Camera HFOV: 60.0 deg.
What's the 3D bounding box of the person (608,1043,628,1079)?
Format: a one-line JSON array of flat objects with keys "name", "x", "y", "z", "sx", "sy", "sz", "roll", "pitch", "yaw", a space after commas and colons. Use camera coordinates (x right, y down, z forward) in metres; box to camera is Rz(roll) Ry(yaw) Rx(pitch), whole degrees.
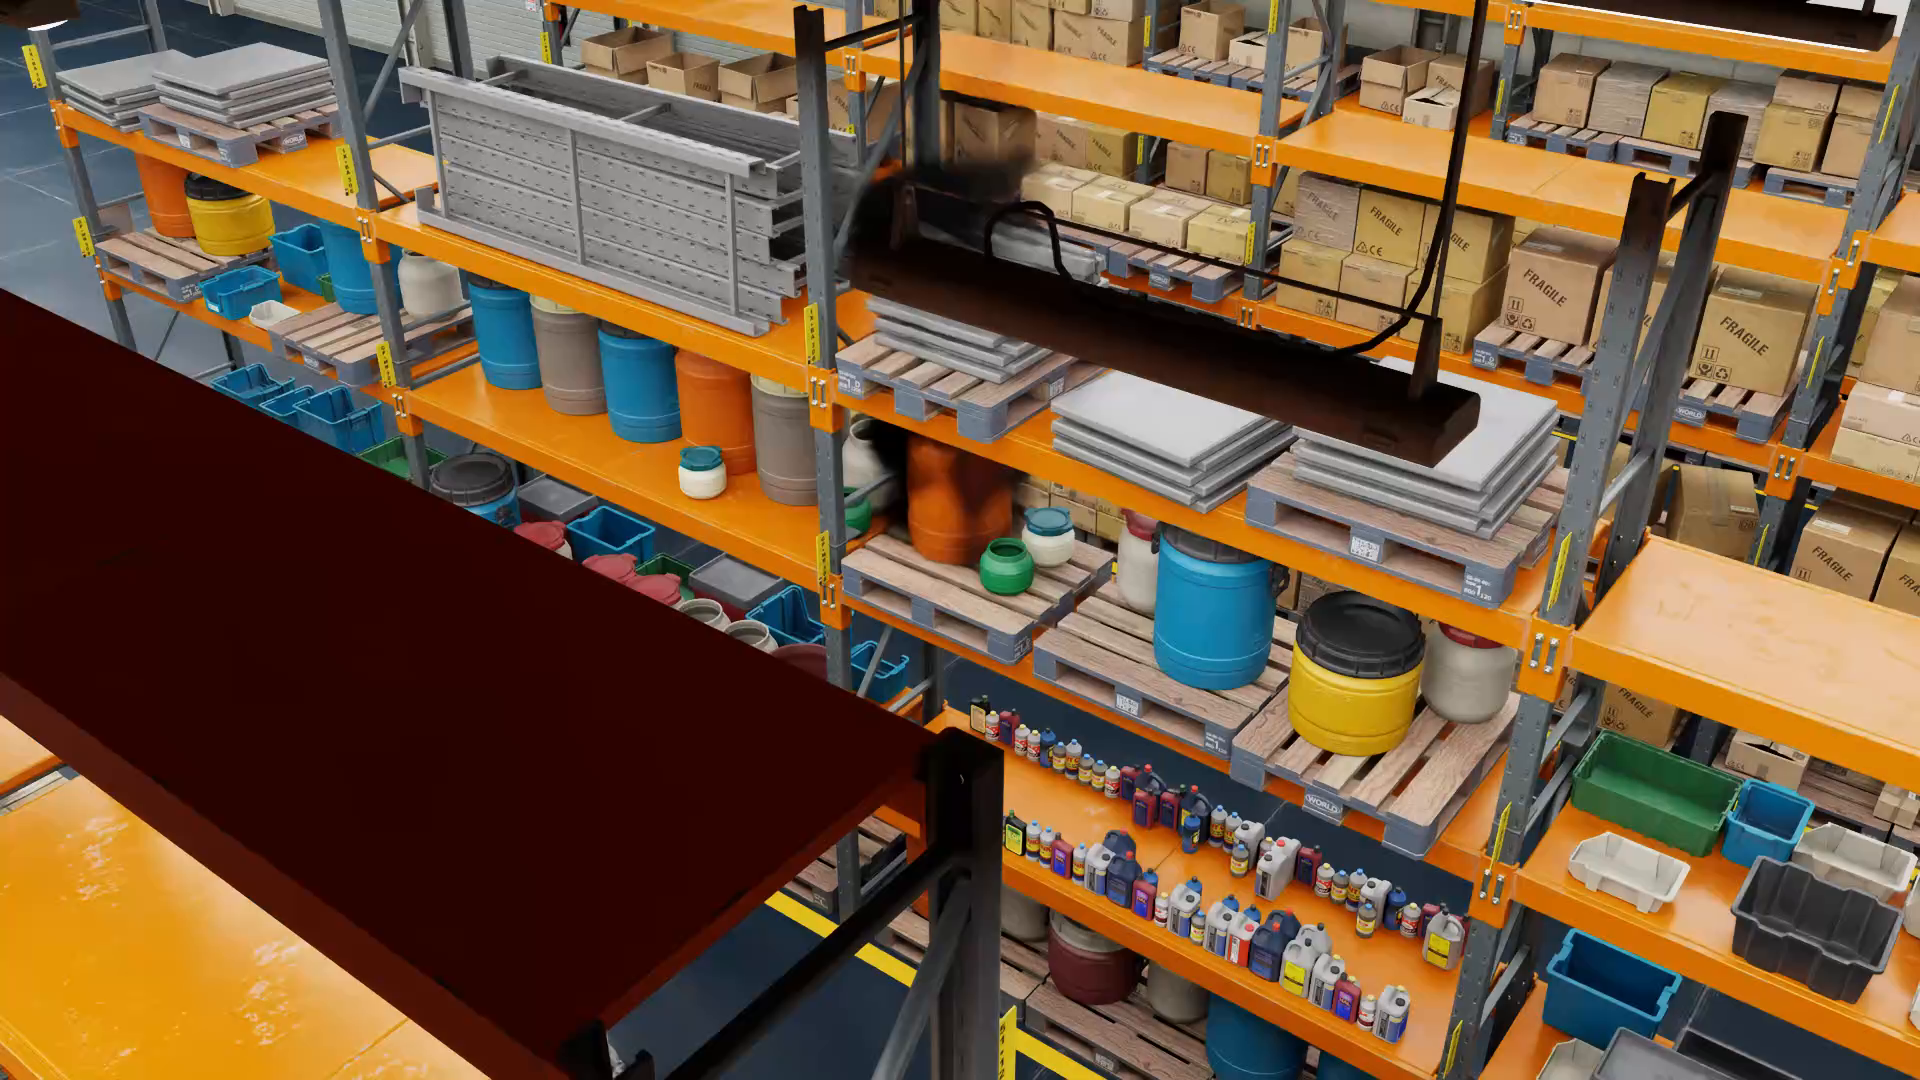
[{"name": "person", "x": -2.206, "y": 2.480, "z": 9.601, "sx": 0.753, "sy": 1.681, "sz": 0.620, "roll": 17, "pitch": 36, "yaw": 26}]
